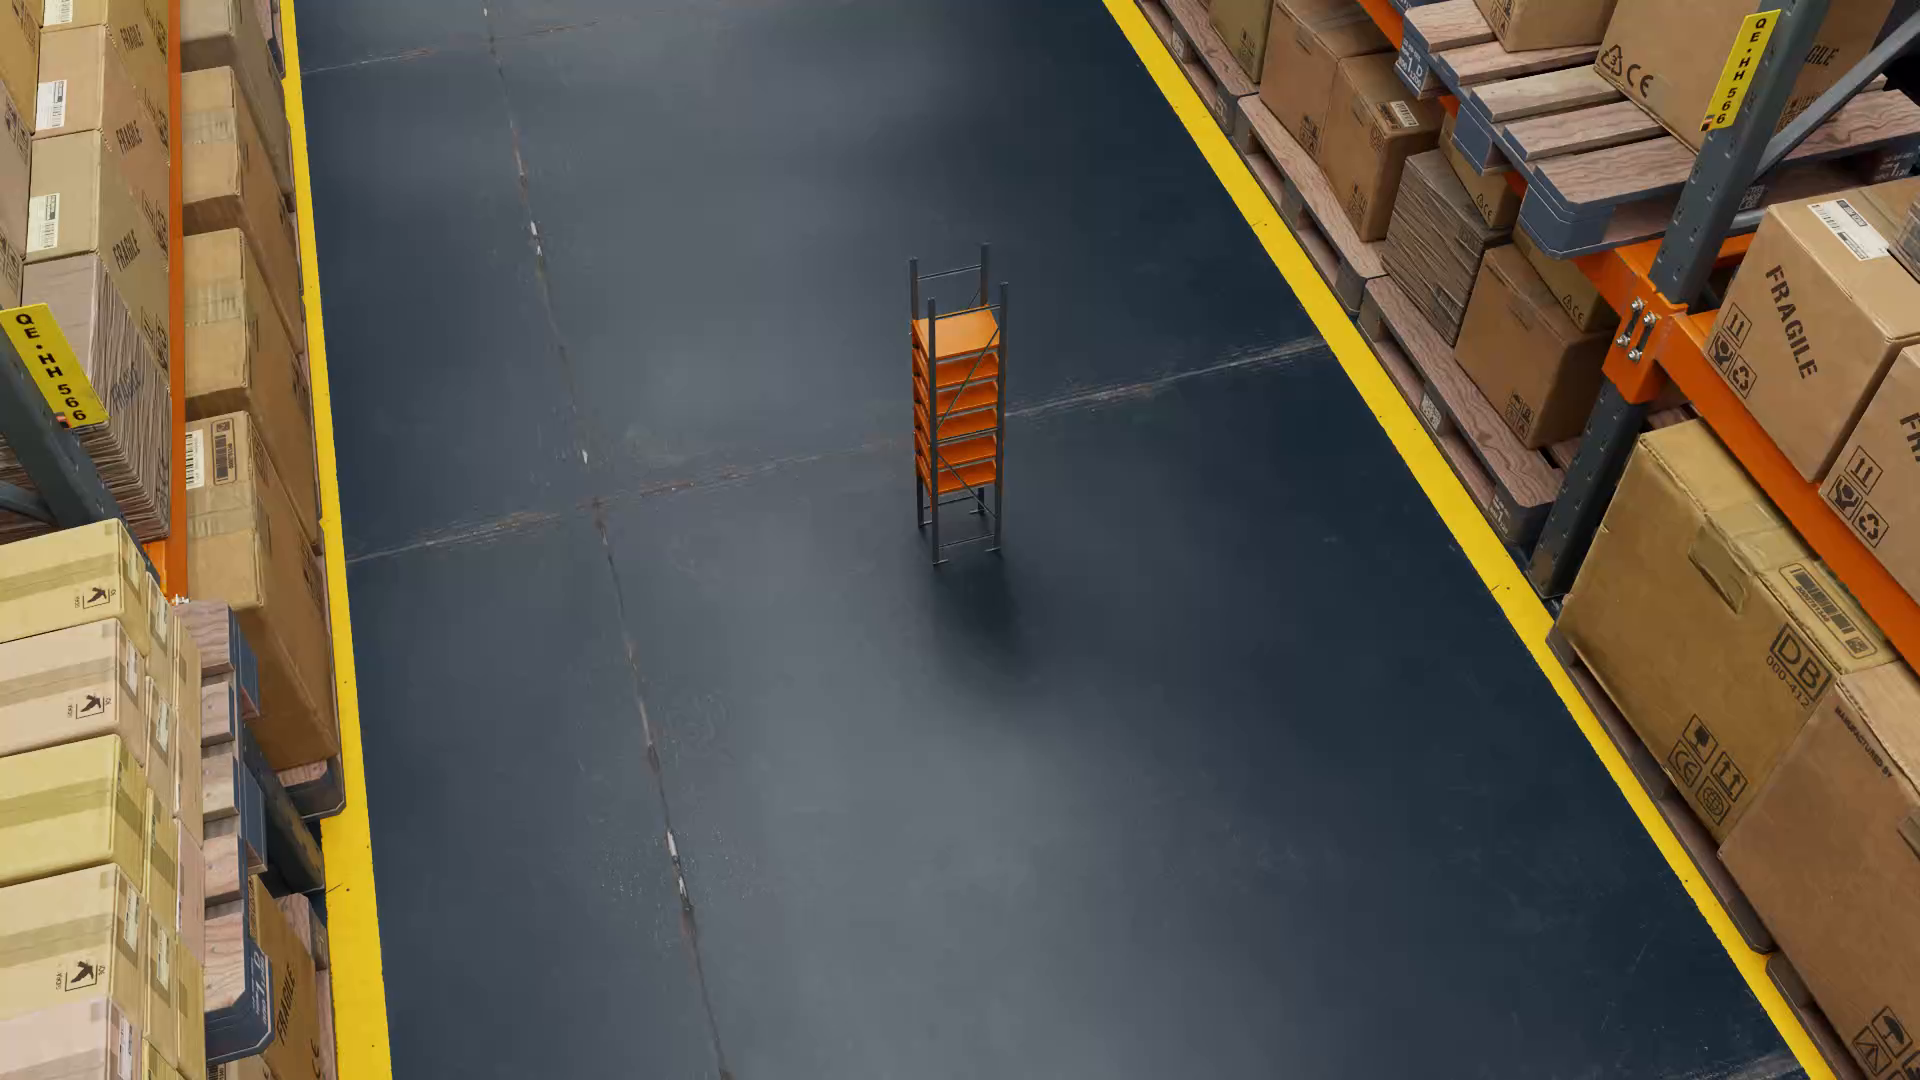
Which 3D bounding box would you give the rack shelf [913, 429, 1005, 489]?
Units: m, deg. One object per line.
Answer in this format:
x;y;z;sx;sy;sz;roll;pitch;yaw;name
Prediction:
-0.004;-0.291;5.426;0.258;0.103;0.180;-13;51;-11;rack shelf

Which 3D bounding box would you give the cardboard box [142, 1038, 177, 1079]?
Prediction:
-1.470;0.988;2.650;0.380;0.149;0.250;-14;51;-11;cardboard box

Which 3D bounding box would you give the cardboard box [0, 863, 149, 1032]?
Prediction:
-1.542;0.707;2.693;0.380;0.149;0.250;-12;51;-10;cardboard box

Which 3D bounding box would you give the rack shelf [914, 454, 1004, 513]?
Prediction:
-0.004;-0.214;5.518;0.258;0.103;0.180;-13;51;-11;rack shelf

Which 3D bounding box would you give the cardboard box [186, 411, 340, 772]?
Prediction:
-2.451;0.254;4.771;1.050;0.750;0.750;-14;51;-11;cardboard box

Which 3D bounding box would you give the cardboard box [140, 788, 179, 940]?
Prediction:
-1.615;0.623;2.958;0.380;0.149;0.250;-12;51;-10;cardboard box

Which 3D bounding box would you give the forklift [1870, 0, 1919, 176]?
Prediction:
3.891;-3.224;6.551;1.130;2.935;3.031;-13;51;-10;forklift

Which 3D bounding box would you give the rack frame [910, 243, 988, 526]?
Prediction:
-0.031;-0.464;5.357;0.240;1.200;0.006;-13;51;-11;rack frame

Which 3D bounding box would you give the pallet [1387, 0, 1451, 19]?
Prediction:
1.787;-2.293;5.847;1.003;0.211;1.213;-13;51;-11;pallet

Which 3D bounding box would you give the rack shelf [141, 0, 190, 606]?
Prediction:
-2.948;-1.100;5.186;1.077;0.370;4.000;-13;51;-11;rack shelf

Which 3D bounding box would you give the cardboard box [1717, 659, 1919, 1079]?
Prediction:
2.852;0.792;4.235;1.225;0.875;0.875;-13;51;-11;cardboard box

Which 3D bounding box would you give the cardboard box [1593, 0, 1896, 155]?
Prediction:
2.213;-1.472;4.689;0.500;0.500;0.500;-19;52;-15;cardboard box

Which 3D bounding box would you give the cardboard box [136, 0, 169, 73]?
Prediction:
-2.831;-1.766;5.211;0.500;0.500;0.500;-13;51;-11;cardboard box

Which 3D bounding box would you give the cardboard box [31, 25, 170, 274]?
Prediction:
-2.534;-1.031;4.592;0.500;0.500;0.500;-13;51;-11;cardboard box

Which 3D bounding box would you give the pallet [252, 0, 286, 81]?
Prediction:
-3.690;-2.467;7.691;1.003;0.211;1.213;-13;51;-11;pallet

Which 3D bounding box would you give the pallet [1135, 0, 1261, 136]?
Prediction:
1.460;-2.373;7.612;1.003;0.211;1.213;-13;51;-11;pallet

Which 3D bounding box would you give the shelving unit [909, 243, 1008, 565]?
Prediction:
-0.004;-0.397;5.300;0.258;1.200;0.189;-13;51;-11;shelving unit

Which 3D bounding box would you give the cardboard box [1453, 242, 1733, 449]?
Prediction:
2.194;-0.740;5.759;0.700;0.500;0.500;-16;52;-13;cardboard box

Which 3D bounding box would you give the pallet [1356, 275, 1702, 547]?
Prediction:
2.181;-0.591;6.110;1.003;0.211;1.213;-13;51;-11;pallet

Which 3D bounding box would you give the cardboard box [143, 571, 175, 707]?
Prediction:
-1.776;0.237;3.284;0.380;0.149;0.250;-12;51;-10;cardboard box

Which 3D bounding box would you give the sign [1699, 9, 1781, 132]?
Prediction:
1.895;-1.137;4.041;0.100;0.325;0.005;-13;51;-11;sign

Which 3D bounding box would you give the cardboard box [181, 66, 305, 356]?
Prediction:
-2.989;-1.064;5.882;1.050;0.750;0.750;-13;51;-11;cardboard box

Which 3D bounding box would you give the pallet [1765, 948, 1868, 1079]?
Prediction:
2.929;1.462;4.379;1.003;0.211;1.213;-13;51;-11;pallet

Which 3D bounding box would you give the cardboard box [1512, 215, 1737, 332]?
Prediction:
2.184;-0.979;5.470;0.500;0.250;0.500;-11;51;-9;cardboard box

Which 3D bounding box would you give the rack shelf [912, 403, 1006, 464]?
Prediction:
-0.004;-0.369;5.334;0.258;0.103;0.180;-13;51;-11;rack shelf

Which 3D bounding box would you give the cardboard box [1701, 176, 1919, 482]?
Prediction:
2.295;-0.534;4.173;0.500;0.500;0.500;-12;51;-10;cardboard box

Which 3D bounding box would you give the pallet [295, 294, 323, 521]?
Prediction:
-2.875;-0.454;5.995;1.003;0.211;1.213;-13;51;-11;pallet

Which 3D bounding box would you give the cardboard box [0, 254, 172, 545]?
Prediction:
-2.232;-0.292;3.969;0.500;0.500;0.500;-13;51;-11;cardboard box

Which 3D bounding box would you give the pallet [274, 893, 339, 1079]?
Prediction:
-2.127;1.599;4.264;1.003;0.211;1.213;-13;51;-11;pallet

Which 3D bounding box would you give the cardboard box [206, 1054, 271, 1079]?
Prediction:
-1.744;1.364;3.508;0.500;0.250;0.500;-13;51;-10;cardboard box

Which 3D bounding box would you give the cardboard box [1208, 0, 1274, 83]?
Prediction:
1.512;-2.370;7.133;0.700;0.500;0.500;-14;51;-11;cardboard box

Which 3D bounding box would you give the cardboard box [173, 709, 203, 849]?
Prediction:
-1.700;0.513;3.245;0.380;0.149;0.250;-13;51;-11;cardboard box

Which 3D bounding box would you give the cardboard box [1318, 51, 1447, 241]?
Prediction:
1.843;-1.554;6.446;0.700;0.500;0.500;-9;51;-8;cardboard box

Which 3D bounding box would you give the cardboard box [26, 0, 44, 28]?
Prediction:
-2.936;-1.672;4.478;0.700;0.500;0.500;-14;51;-11;cardboard box

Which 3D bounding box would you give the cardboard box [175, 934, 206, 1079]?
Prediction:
-1.554;0.883;2.933;0.380;0.149;0.250;-14;51;-11;cardboard box

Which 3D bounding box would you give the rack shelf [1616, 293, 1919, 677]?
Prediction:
3.003;0.774;3.606;1.077;0.370;4.000;-13;51;-11;rack shelf

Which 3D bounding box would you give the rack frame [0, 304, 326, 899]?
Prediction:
-2.357;0.129;3.679;1.000;3.000;0.127;-13;51;-11;rack frame

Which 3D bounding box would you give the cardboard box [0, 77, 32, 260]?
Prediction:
-2.631;-0.925;3.848;0.700;0.500;0.500;-14;51;-12;cardboard box

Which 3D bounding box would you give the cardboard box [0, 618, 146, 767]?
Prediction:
-1.702;0.321;3.018;0.380;0.149;0.250;-14;51;-11;cardboard box

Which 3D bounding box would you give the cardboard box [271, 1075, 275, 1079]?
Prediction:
-1.763;1.601;3.799;0.500;0.500;0.500;-11;51;-10;cardboard box
